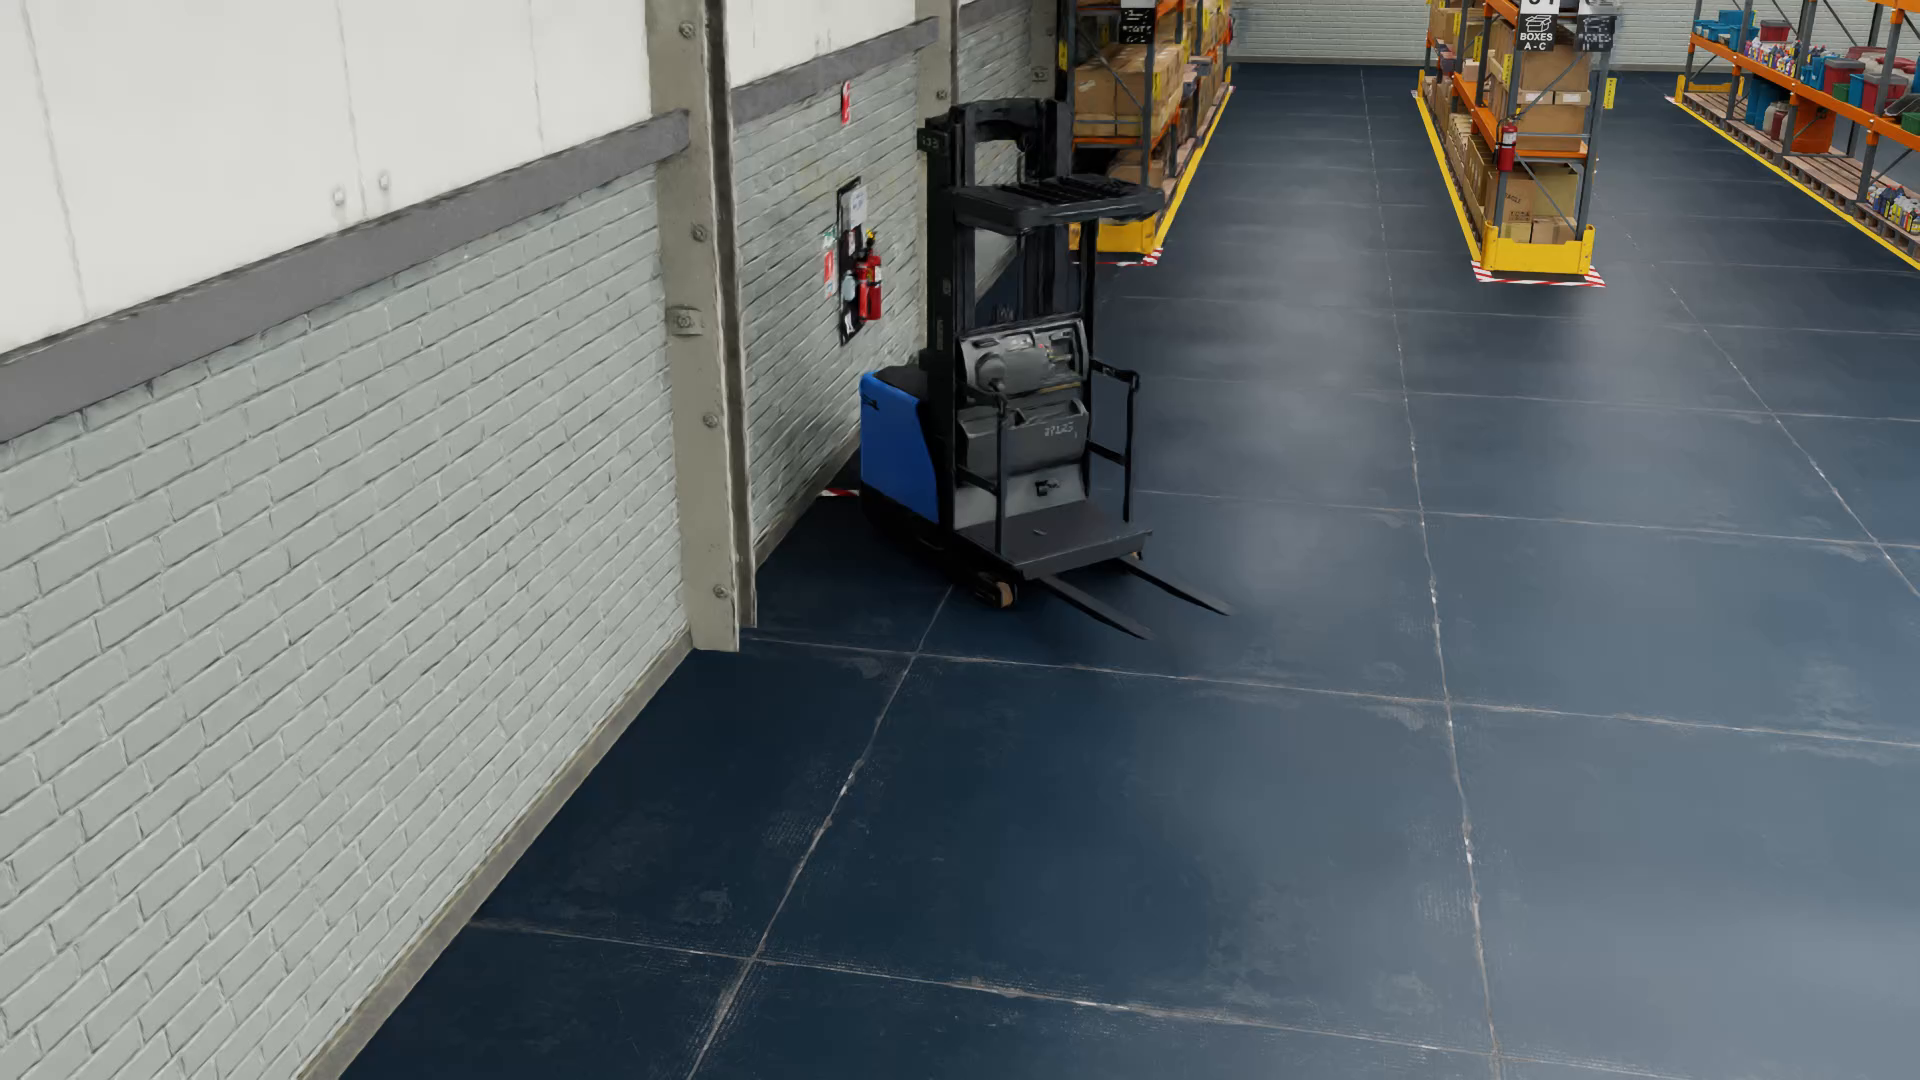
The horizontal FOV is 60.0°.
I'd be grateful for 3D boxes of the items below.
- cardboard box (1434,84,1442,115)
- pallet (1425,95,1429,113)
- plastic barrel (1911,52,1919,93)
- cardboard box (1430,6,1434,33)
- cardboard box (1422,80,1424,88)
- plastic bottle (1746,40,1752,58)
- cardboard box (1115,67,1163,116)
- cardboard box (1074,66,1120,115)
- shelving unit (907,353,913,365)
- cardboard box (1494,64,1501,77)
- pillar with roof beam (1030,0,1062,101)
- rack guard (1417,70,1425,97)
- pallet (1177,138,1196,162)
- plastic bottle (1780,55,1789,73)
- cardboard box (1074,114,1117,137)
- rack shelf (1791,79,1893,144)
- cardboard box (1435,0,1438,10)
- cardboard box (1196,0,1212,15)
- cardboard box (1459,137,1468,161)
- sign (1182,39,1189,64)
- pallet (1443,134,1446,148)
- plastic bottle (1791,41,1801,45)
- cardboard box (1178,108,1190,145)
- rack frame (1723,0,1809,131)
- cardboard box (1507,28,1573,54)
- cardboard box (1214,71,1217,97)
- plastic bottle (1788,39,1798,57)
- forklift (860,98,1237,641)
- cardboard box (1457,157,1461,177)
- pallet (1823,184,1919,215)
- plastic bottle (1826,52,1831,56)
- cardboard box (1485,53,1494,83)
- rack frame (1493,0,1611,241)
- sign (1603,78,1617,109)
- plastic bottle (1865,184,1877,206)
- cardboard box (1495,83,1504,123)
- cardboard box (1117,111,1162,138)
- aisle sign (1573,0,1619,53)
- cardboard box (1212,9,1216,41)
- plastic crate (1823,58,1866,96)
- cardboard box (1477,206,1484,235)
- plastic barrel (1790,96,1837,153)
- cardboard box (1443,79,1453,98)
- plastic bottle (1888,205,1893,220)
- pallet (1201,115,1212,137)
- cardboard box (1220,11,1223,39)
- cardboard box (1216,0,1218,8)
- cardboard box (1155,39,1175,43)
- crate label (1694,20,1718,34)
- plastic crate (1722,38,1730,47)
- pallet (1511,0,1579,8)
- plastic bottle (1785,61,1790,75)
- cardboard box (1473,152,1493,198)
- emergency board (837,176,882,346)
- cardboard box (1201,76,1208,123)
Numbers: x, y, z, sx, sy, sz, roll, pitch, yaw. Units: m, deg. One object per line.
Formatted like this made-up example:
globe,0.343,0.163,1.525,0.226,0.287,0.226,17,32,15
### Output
cardboard box,8.698,-7.784,29.422,0.500,0.500,0.500,3,22,8
pallet,9.423,-8.302,31.686,1.003,0.211,1.213,4,22,11
plastic barrel,12.626,-5.943,21.425,0.600,0.901,0.708,4,22,11
cardboard box,9.403,-10.075,32.222,0.500,0.500,0.500,4,22,10
cardboard box,9.378,-9.032,32.968,0.380,0.166,0.250,4,22,11
plastic bottle,13.364,-8.314,28.138,0.061,0.283,0.133,4,22,11
cardboard box,2.128,-5.324,19.729,0.500,0.500,0.500,4,22,11
cardboard box,1.624,-5.361,19.820,0.500,0.500,0.500,4,22,10
shelving unit,-0.391,-0.842,12.171,0.252,1.050,0.215,13,-16,29
cardboard box,7.004,-5.953,21.118,0.380,0.149,0.250,4,22,10
pillar with roof beam,5.247,-7.662,18.332,9.100,9.000,0.400,4,22,11
rack guard,9.836,-9.173,33.461,1.175,0.500,0.348,4,22,11
pallet,3.208,-6.232,26.544,1.003,0.211,1.213,4,22,11
plastic bottle,12.900,-7.444,25.994,0.097,0.271,0.097,0,22,0
cardboard box,1.642,-5.010,19.953,0.500,0.250,0.500,5,22,12
rack shelf,12.659,-5.990,23.176,1.077,0.370,4.000,4,22,11
cardboard box,9.194,-10.168,31.113,0.500,0.500,0.500,4,22,10
cardboard box,4.019,-9.066,28.286,0.500,0.250,0.500,4,22,10
cardboard box,7.305,-5.512,23.392,0.500,0.311,0.500,5,22,12
sign,3.085,-6.711,22.843,0.100,0.325,0.005,4,22,11
pallet,8.408,-6.411,26.990,1.003,0.211,1.213,4,22,11
plastic bottle,14.119,-8.292,28.094,0.152,0.276,0.135,4,22,11
cardboard box,3.273,-6.588,26.454,0.700,0.500,0.500,5,22,12
rack frame,13.883,-8.518,28.490,1.000,3.000,0.127,4,22,11
cardboard box,7.011,-5.906,20.134,0.700,0.500,0.500,4,22,11
cardboard box,4.544,-8.758,31.869,0.700,0.500,0.500,4,22,10
plastic bottle,13.875,-8.145,27.629,0.144,0.351,0.185,4,22,11
forklift,0.520,-1.133,10.245,1.130,2.935,3.031,-13,26,-30
cardboard box,7.308,-5.250,23.492,0.500,0.250,0.500,4,22,10
pallet,12.373,-4.589,22.466,1.003,0.211,1.213,4,22,11
plastic bottle,13.758,-7.592,26.362,0.097,0.271,0.097,0,22,0
cardboard box,7.785,-6.674,23.775,0.500,0.500,0.500,4,22,11
rack frame,6.586,-4.509,18.534,1.000,3.000,0.127,4,22,11
sign,7.129,-4.903,18.247,0.100,0.325,0.005,4,22,11
plastic bottle,11.757,-4.448,21.446,0.097,0.271,0.097,0,22,0
cardboard box,7.111,-5.479,20.808,0.700,0.500,0.500,5,22,12
cardboard box,2.147,-4.979,19.875,0.500,0.250,0.500,4,22,9
aisle sign,6.873,-5.667,17.930,0.394,0.787,0.004,4,22,11
cardboard box,4.243,-9.092,29.355,0.500,0.500,0.500,5,22,11
plastic crate,12.438,-6.518,23.436,0.402,0.464,0.583,4,22,11
cardboard box,6.497,-3.831,19.968,0.500,0.250,0.500,4,22,11
plastic barrel,13.150,-6.424,25.632,0.600,0.830,0.708,4,22,11
cardboard box,8.392,-7.582,27.918,0.500,0.250,0.500,4,22,10
plastic bottle,11.561,-4.064,20.587,0.097,0.201,0.097,0,22,0
pallet,3.854,-7.245,29.060,1.003,0.211,1.213,4,22,11
cardboard box,4.466,-9.877,31.460,0.980,0.700,0.700,4,22,10
cardboard box,4.340,-9.625,29.674,0.500,0.250,0.500,5,22,12
cardboard box,2.690,-6.782,23.455,0.700,0.500,0.500,5,22,11
crate label,14.327,-9.866,31.980,0.416,0.233,0.303,4,22,11
plastic crate,13.849,-8.849,29.597,0.437,0.125,0.590,4,22,11
pallet,6.756,-6.116,18.627,1.003,0.211,1.213,4,22,11
plastic bottle,12.841,-7.305,25.742,0.097,0.201,0.097,0,22,0
cardboard box,6.698,-4.544,20.737,0.500,0.500,0.500,4,22,11
emergency board,-0.734,-2.112,12.582,0.194,1.169,0.643,4,22,11
cardboard box,3.832,-7.587,28.493,0.750,0.750,0.750,4,22,11
